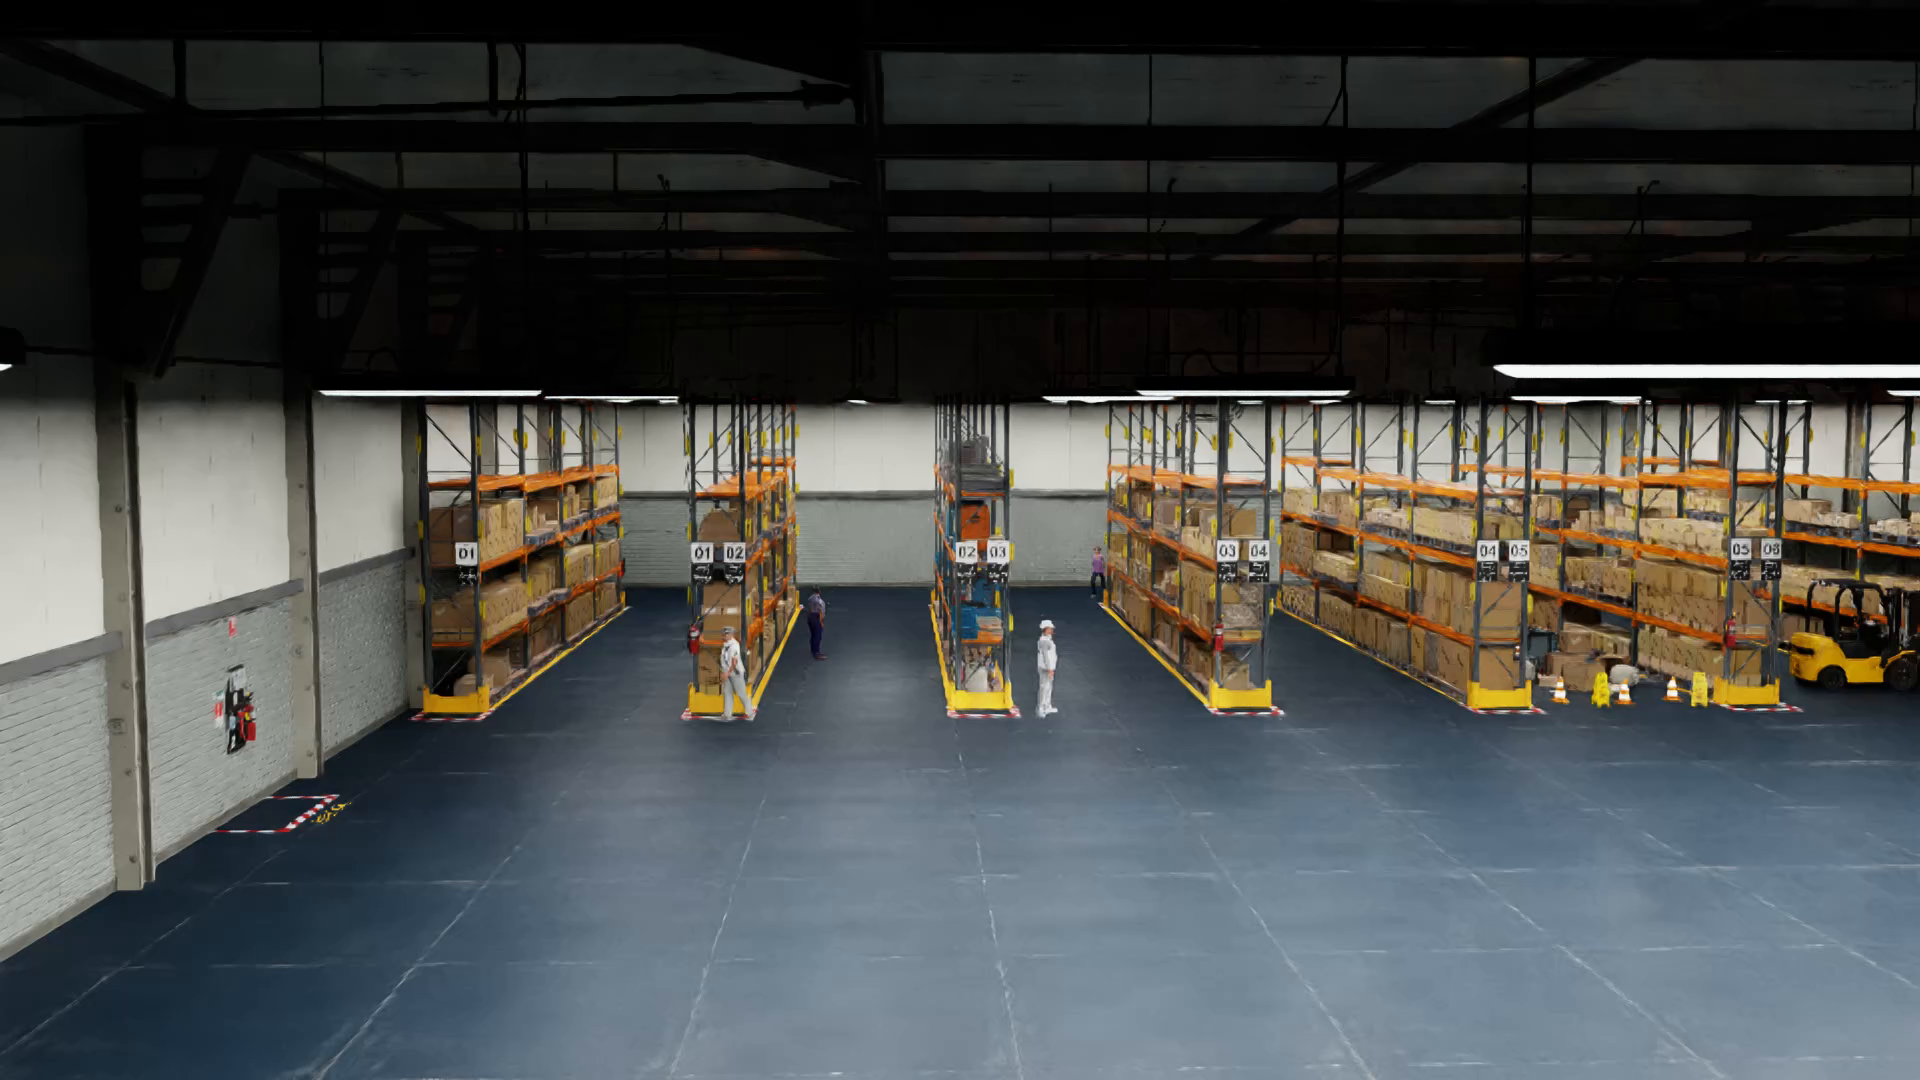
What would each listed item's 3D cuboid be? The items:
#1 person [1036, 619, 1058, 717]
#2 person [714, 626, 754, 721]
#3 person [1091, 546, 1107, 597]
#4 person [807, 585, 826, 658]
[{"bbox_3d":[1.608,2.353,30.809,0.383,1.778,0.688,1,5,8],"label":"person"},{"bbox_3d":[-4.117,2.428,30.281,0.704,1.739,0.562,-3,5,-30],"label":"person"},{"bbox_3d":[4.207,0.931,50.180,0.461,1.531,0.866,2,5,19],"label":"person"},{"bbox_3d":[-3.253,1.848,37.983,0.424,1.651,0.526,-3,5,-33],"label":"person"}]
